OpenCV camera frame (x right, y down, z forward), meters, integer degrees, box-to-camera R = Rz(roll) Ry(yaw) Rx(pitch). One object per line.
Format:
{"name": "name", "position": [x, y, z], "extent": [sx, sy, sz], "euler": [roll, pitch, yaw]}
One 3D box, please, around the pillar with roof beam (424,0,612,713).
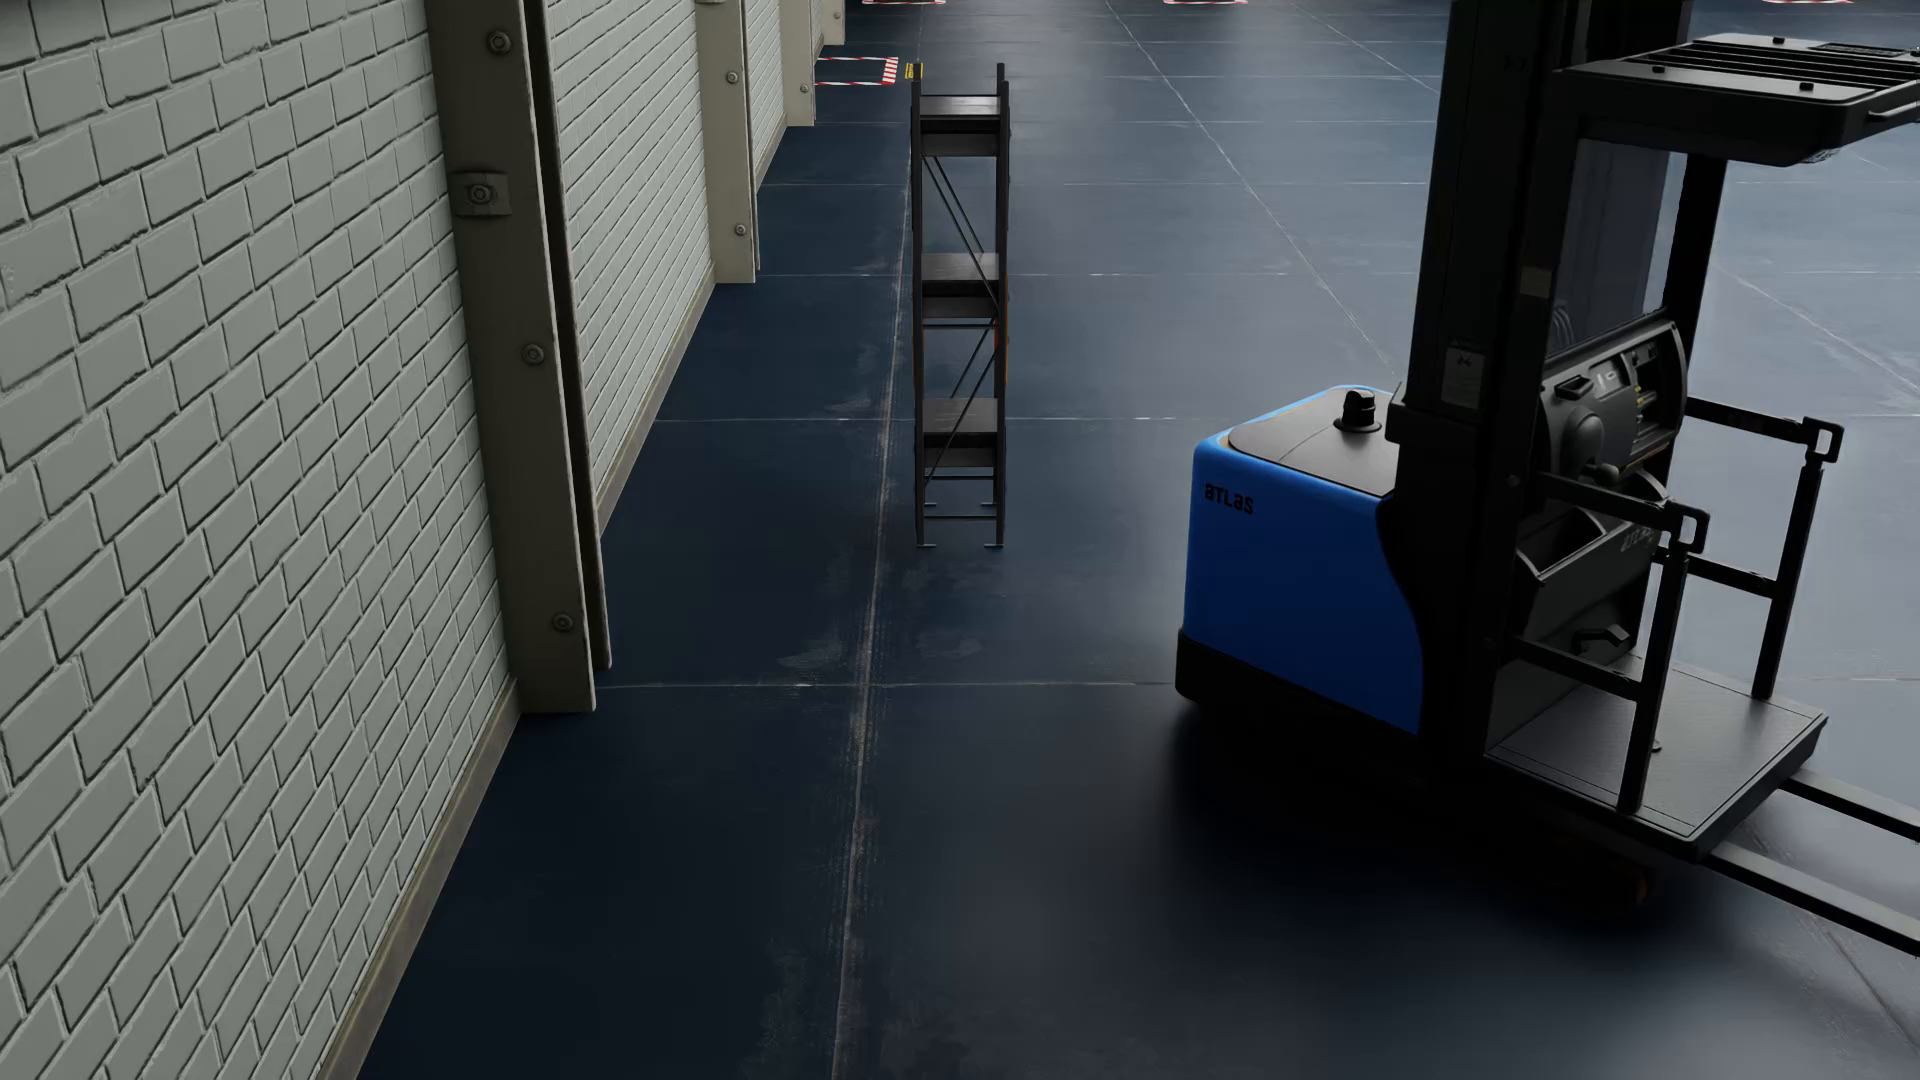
{"name": "pillar with roof beam", "position": [2.758, -3.548, 4.675], "extent": [9.100, 9.000, 0.400], "euler": [0, 24, -1]}

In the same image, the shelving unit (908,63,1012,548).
{"name": "shelving unit", "position": [-0.002, -1.025, 7.468], "extent": [0.431, 2.100, 0.503], "euler": [0, 24, -1]}

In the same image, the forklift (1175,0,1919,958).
{"name": "forklift", "position": [2.208, -0.411, 5.102], "extent": [1.130, 2.935, 3.031], "euler": [-22, 32, -39]}

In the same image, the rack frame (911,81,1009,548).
{"name": "rack frame", "position": [0.001, -0.924, 7.246], "extent": [0.400, 2.100, 0.015], "euler": [0, 24, -1]}

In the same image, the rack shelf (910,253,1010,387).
{"name": "rack shelf", "position": [-0.002, -1.012, 7.474], "extent": [0.431, 0.518, 0.480], "euler": [0, 24, -1]}

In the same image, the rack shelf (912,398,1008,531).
{"name": "rack shelf", "position": [-0.002, -0.375, 7.762], "extent": [0.431, 0.518, 0.480], "euler": [0, 24, -1]}

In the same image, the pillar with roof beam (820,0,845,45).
{"name": "pillar with roof beam", "position": [2.562, -10.965, 21.075], "extent": [9.100, 9.000, 0.400], "euler": [0, 24, -1]}

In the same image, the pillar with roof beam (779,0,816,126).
{"name": "pillar with roof beam", "position": [2.627, -8.493, 15.608], "extent": [9.100, 9.000, 0.400], "euler": [0, 24, -1]}

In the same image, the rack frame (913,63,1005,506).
{"name": "rack frame", "position": [-0.004, -1.125, 7.690], "extent": [0.400, 2.100, 0.015], "euler": [0, 24, -1]}

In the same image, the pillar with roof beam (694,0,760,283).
{"name": "pillar with roof beam", "position": [2.693, -6.021, 10.142], "extent": [9.100, 9.000, 0.400], "euler": [0, 24, -1]}

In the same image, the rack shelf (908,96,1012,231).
{"name": "rack shelf", "position": [-0.002, -1.650, 7.185], "extent": [0.431, 0.518, 0.480], "euler": [0, 24, -1]}
